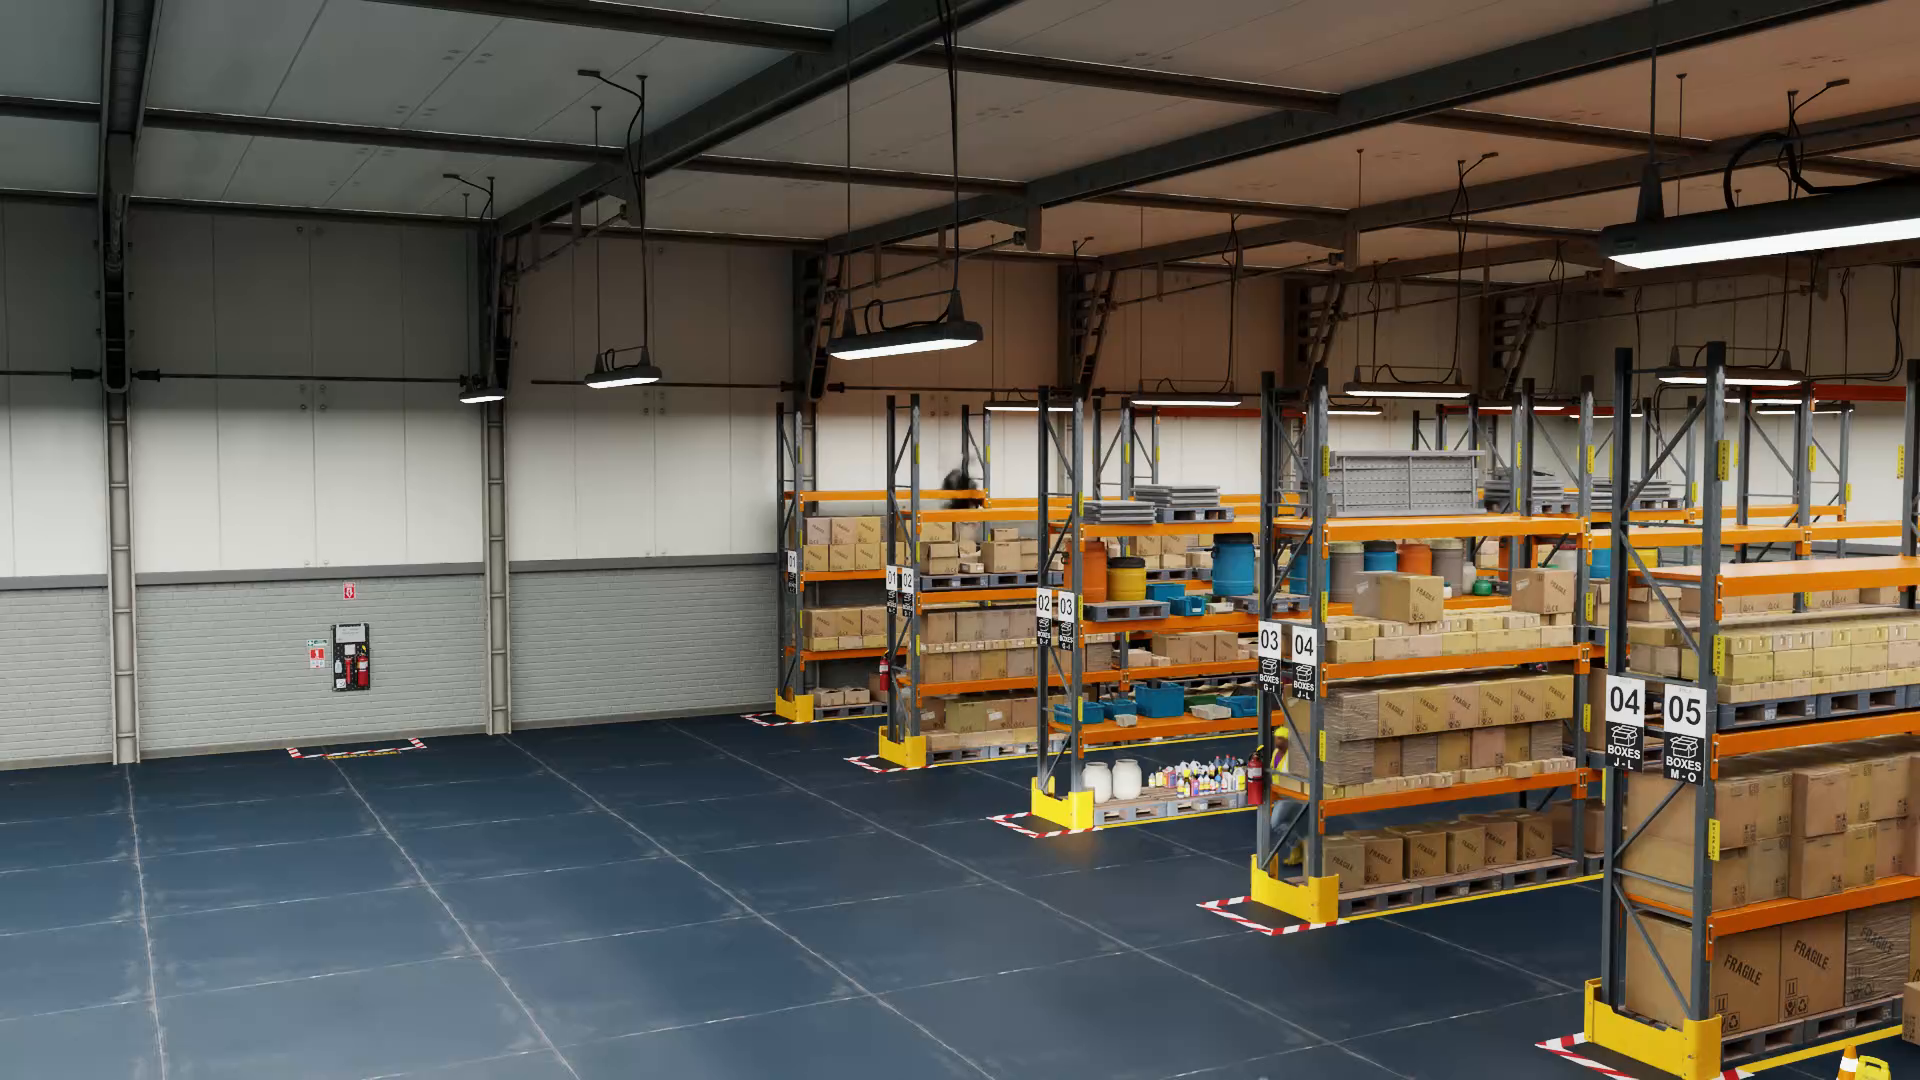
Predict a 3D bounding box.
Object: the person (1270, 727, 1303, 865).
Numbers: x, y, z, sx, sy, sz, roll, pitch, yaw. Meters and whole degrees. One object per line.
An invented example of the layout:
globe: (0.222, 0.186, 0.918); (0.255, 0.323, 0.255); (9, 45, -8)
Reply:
person: (3.993, 3.148, 20.442); (0.659, 1.712, 0.709); (-1, 3, -21)

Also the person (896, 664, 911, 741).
person: (-0.882, 2.689, 29.011); (0.620, 1.664, 0.595); (-3, 4, -38)
